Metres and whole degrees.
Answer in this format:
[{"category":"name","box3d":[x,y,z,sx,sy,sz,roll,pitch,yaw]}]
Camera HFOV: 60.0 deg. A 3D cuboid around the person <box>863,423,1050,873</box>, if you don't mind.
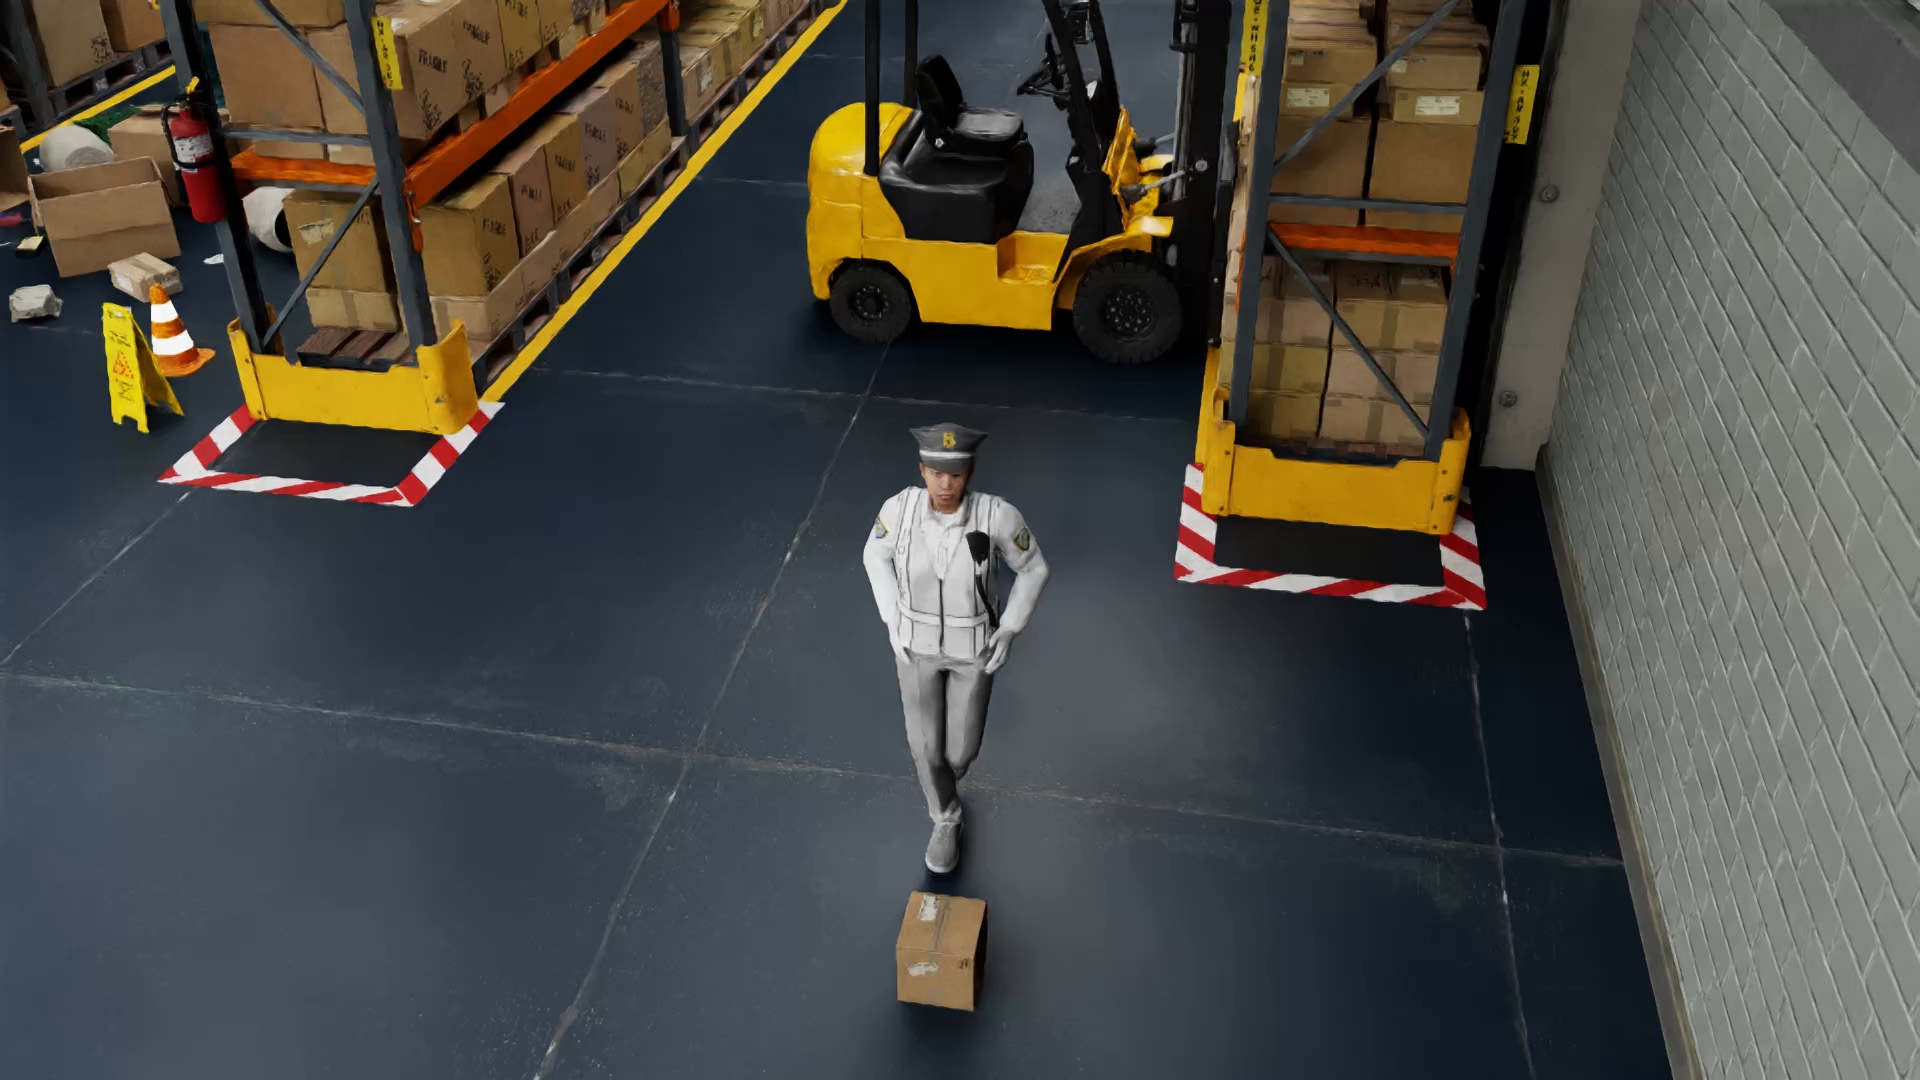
[{"category":"person","box3d":[-0.026,0.321,5.625,0.635,1.662,0.598,5,33,7]}]
